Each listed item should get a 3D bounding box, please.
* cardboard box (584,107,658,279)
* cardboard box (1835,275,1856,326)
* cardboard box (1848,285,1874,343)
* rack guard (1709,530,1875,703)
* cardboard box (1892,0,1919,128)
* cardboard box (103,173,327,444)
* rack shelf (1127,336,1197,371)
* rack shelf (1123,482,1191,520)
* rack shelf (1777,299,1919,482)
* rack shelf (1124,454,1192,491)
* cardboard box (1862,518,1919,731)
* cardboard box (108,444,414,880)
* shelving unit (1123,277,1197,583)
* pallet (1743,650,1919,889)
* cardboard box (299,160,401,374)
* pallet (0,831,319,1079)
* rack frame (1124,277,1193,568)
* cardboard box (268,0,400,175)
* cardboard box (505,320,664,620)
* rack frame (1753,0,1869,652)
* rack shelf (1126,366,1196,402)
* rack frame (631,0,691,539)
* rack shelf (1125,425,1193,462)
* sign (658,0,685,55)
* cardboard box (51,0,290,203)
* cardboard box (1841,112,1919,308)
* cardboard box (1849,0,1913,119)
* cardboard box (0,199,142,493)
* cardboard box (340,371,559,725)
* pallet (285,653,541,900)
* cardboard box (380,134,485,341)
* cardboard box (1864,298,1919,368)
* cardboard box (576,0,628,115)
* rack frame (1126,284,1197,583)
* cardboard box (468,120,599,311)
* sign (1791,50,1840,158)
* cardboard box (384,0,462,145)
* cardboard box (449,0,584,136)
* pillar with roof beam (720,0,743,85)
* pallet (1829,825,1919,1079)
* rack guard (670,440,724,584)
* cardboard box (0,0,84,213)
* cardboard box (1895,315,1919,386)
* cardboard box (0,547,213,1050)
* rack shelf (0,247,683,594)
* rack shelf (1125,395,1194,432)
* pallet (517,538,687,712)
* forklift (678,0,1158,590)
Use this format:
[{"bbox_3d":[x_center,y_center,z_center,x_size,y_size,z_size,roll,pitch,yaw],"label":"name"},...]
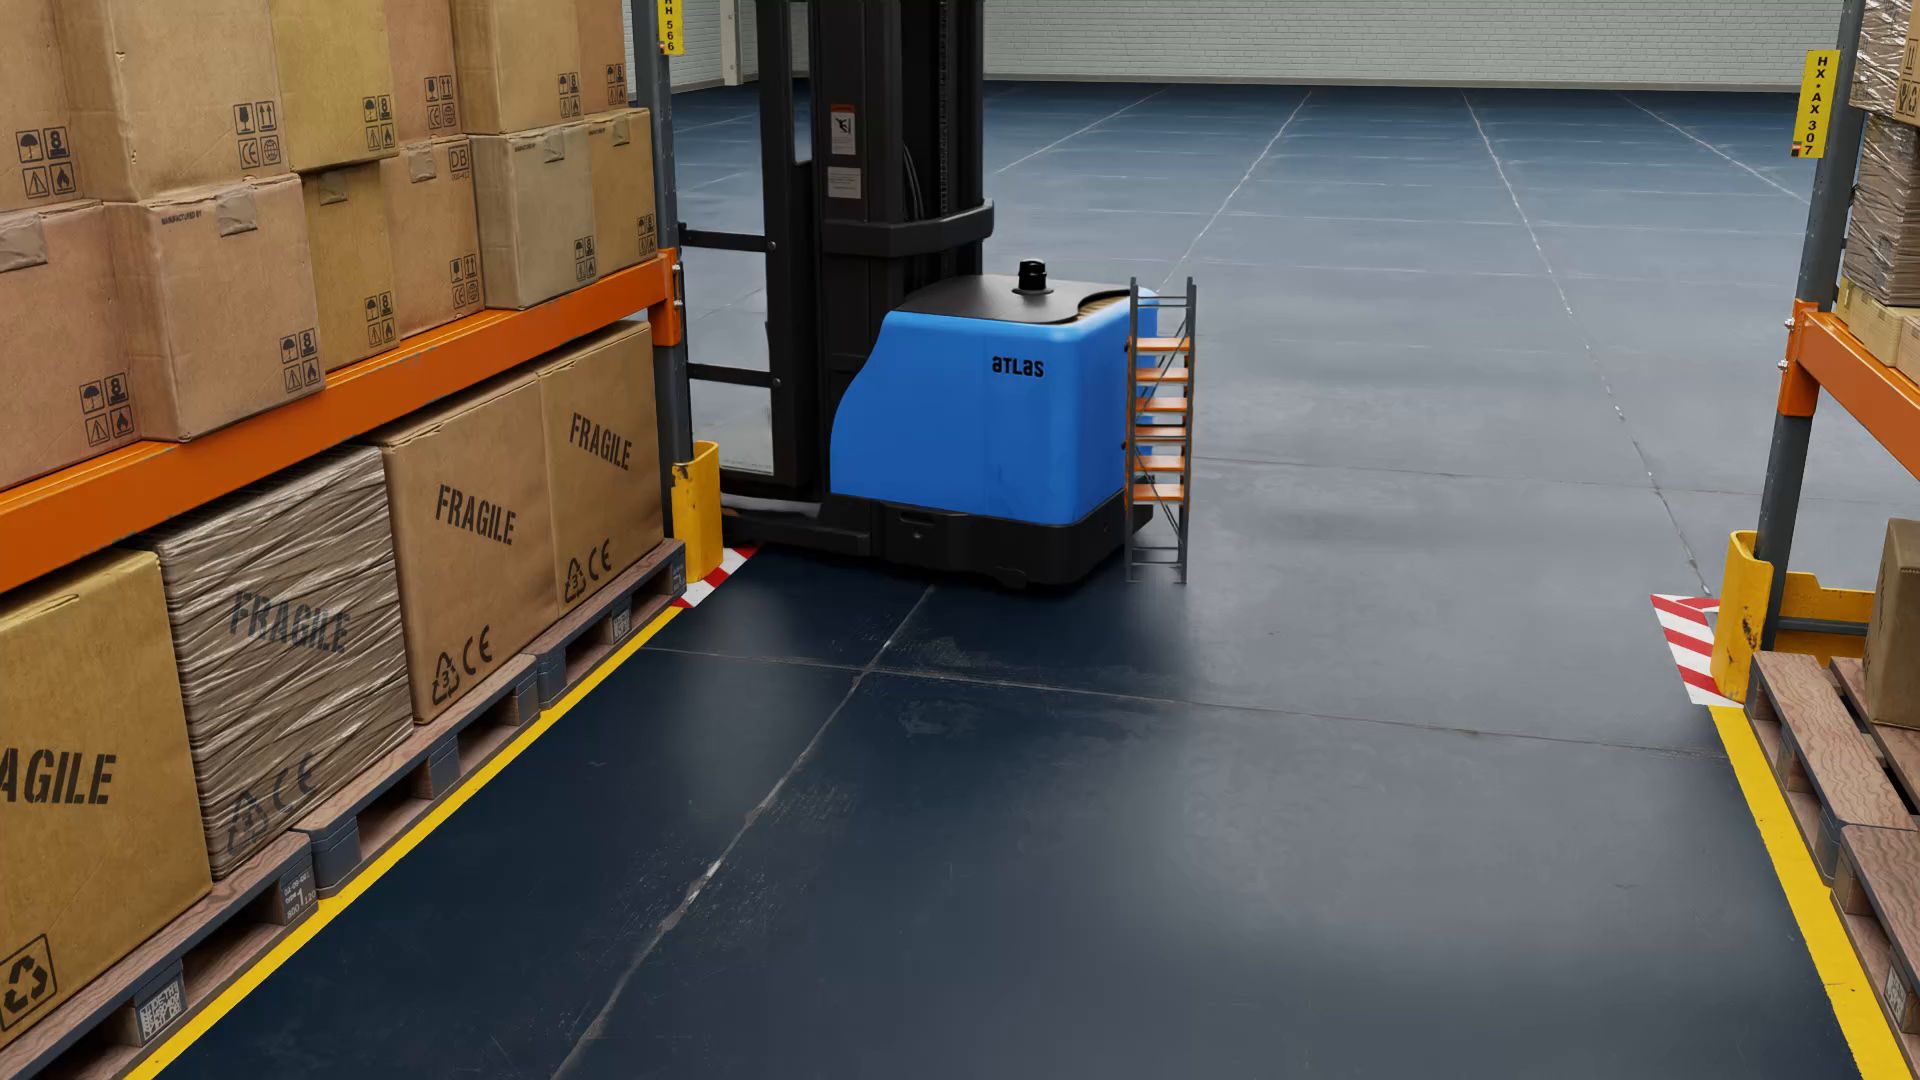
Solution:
[{"bbox_3d":[-1.633,-1.282,6.069,0.875,0.550,0.550,5,19,13],"label":"cardboard box"},{"bbox_3d":[2.898,-0.718,5.039,0.380,0.149,0.250,5,19,13],"label":"cardboard box"},{"bbox_3d":[2.818,-0.641,4.814,0.380,0.149,0.250,5,19,13],"label":"cardboard box"},{"bbox_3d":[3.180,0.299,5.539,1.175,0.500,0.348,5,19,13],"label":"rack guard"},{"bbox_3d":[2.671,-1.262,4.080,0.500,0.500,0.500,5,19,13],"label":"cardboard box"},{"bbox_3d":[-2.126,-0.599,4.069,0.875,0.550,0.550,5,19,13],"label":"cardboard box"},{"bbox_3d":[0.783,-0.726,6.474,0.258,0.103,0.180,0,18,3],"label":"rack shelf"},{"bbox_3d":[0.788,-0.156,6.662,0.258,0.103,0.180,0,18,3],"label":"rack shelf"},{"bbox_3d":[2.710,0.060,3.485,1.077,0.370,4.000,5,19,13],"label":"rack shelf"},{"bbox_3d":[0.787,-0.270,6.624,0.258,0.103,0.180,0,18,3],"label":"rack shelf"},{"bbox_3d":[3.030,0.271,4.971,0.500,0.500,0.500,9,21,23],"label":"cardboard box"},{"bbox_3d":[-2.125,0.255,4.438,0.875,0.875,0.875,5,19,14],"label":"cardboard box"},{"bbox_3d":[0.786,-0.426,6.573,0.258,1.200,0.189,0,18,3],"label":"shelving unit"},{"bbox_3d":[2.948,0.688,4.848,1.003,0.211,1.213,5,19,13],"label":"pallet"},{"bbox_3d":[-2.094,-0.773,4.578,0.875,0.550,0.500,5,19,13],"label":"cardboard box"},{"bbox_3d":[-2.302,1.010,3.904,1.003,0.211,1.213,5,19,13],"label":"pallet"},{"bbox_3d":[0.790,-0.455,6.660,0.240,1.200,0.006,0,18,3],"label":"rack frame"},{"bbox_3d":[-2.031,-1.279,4.389,0.875,0.550,0.500,5,19,13],"label":"cardboard box"},{"bbox_3d":[-1.688,-0.307,6.082,0.875,0.875,0.875,5,19,14],"label":"cardboard box"},{"bbox_3d":[3.199,-0.908,5.204,1.000,3.000,0.127,5,19,13],"label":"rack frame"},{"bbox_3d":[0.784,-0.612,6.512,0.258,0.103,0.180,0,18,3],"label":"rack shelf"},{"bbox_3d":[-1.586,-1.331,6.444,1.000,3.000,0.127,5,19,13],"label":"rack frame"},{"bbox_3d":[0.786,-0.384,6.587,0.258,0.103,0.180,0,18,3],"label":"rack shelf"},{"bbox_3d":[-1.063,-1.944,6.080,0.100,0.325,0.005,5,19,13],"label":"sign"},{"bbox_3d":[-2.153,-1.112,3.901,0.875,0.550,0.550,5,19,13],"label":"cardboard box"},{"bbox_3d":[3.038,-0.926,4.642,0.875,0.500,0.500,5,19,13],"label":"cardboard box"},{"bbox_3d":[2.800,-1.418,4.537,0.500,0.500,0.500,5,19,13],"label":"cardboard box"},{"bbox_3d":[-2.372,-0.439,3.600,0.875,0.550,0.550,5,19,13],"label":"cardboard box"},{"bbox_3d":[-1.901,-0.031,5.274,0.875,0.875,0.875,4,19,13],"label":"cardboard box"},{"bbox_3d":[-2.006,0.627,5.027,1.003,0.211,1.213,5,19,13],"label":"pallet"},{"bbox_3d":[-2.005,-0.942,5.074,0.875,0.550,0.550,5,19,13],"label":"cardboard box"},{"bbox_3d":[2.743,-0.564,4.588,0.380,0.149,0.250,5,19,13],"label":"cardboard box"},{"bbox_3d":[-1.714,-1.800,5.914,0.875,0.550,0.550,5,19,13],"label":"cardboard box"},{"bbox_3d":[0.781,-0.398,6.486,0.240,1.200,0.006,0,18,3],"label":"rack frame"},{"bbox_3d":[-1.746,-1.108,5.559,0.875,0.550,0.550,5,19,13],"label":"cardboard box"},{"bbox_3d":[2.673,-1.360,5.190,0.100,0.325,0.005,5,19,13],"label":"sign"},{"bbox_3d":[-2.028,-1.455,4.905,0.875,0.550,0.550,5,19,13],"label":"cardboard box"},{"bbox_3d":[-1.759,-1.620,5.388,0.875,0.550,0.550,5,19,13],"label":"cardboard box"},{"bbox_3d":[-0.765,-13.836,33.774,9.100,9.000,0.400,5,19,13],"label":"pillar with roof beam"},{"bbox_3d":[2.647,1.069,3.732,1.003,0.211,1.213,5,19,13],"label":"pallet"},{"bbox_3d":[-1.580,-0.156,6.870,1.175,0.500,0.348,5,19,13],"label":"rack guard"},{"bbox_3d":[-2.418,-0.954,3.437,0.875,0.550,0.550,5,19,13],"label":"cardboard box"},{"bbox_3d":[2.702,-0.484,4.353,0.380,0.149,0.250,5,19,13],"label":"cardboard box"},{"bbox_3d":[-2.342,0.538,3.610,0.875,0.875,0.875,5,19,14],"label":"cardboard box"},{"bbox_3d":[-2.075,-0.364,4.725,1.077,0.370,4.000,5,19,13],"label":"rack shelf"},{"bbox_3d":[0.785,-0.498,6.549,0.258,0.103,0.180,0,18,3],"label":"rack shelf"},{"bbox_3d":[-1.706,0.245,6.143,1.003,0.211,1.213,5,19,13],"label":"pallet"},{"bbox_3d":[-0.715,-1.499,7.040,3.031,2.935,1.130,9,21,24],"label":"forklift"}]
